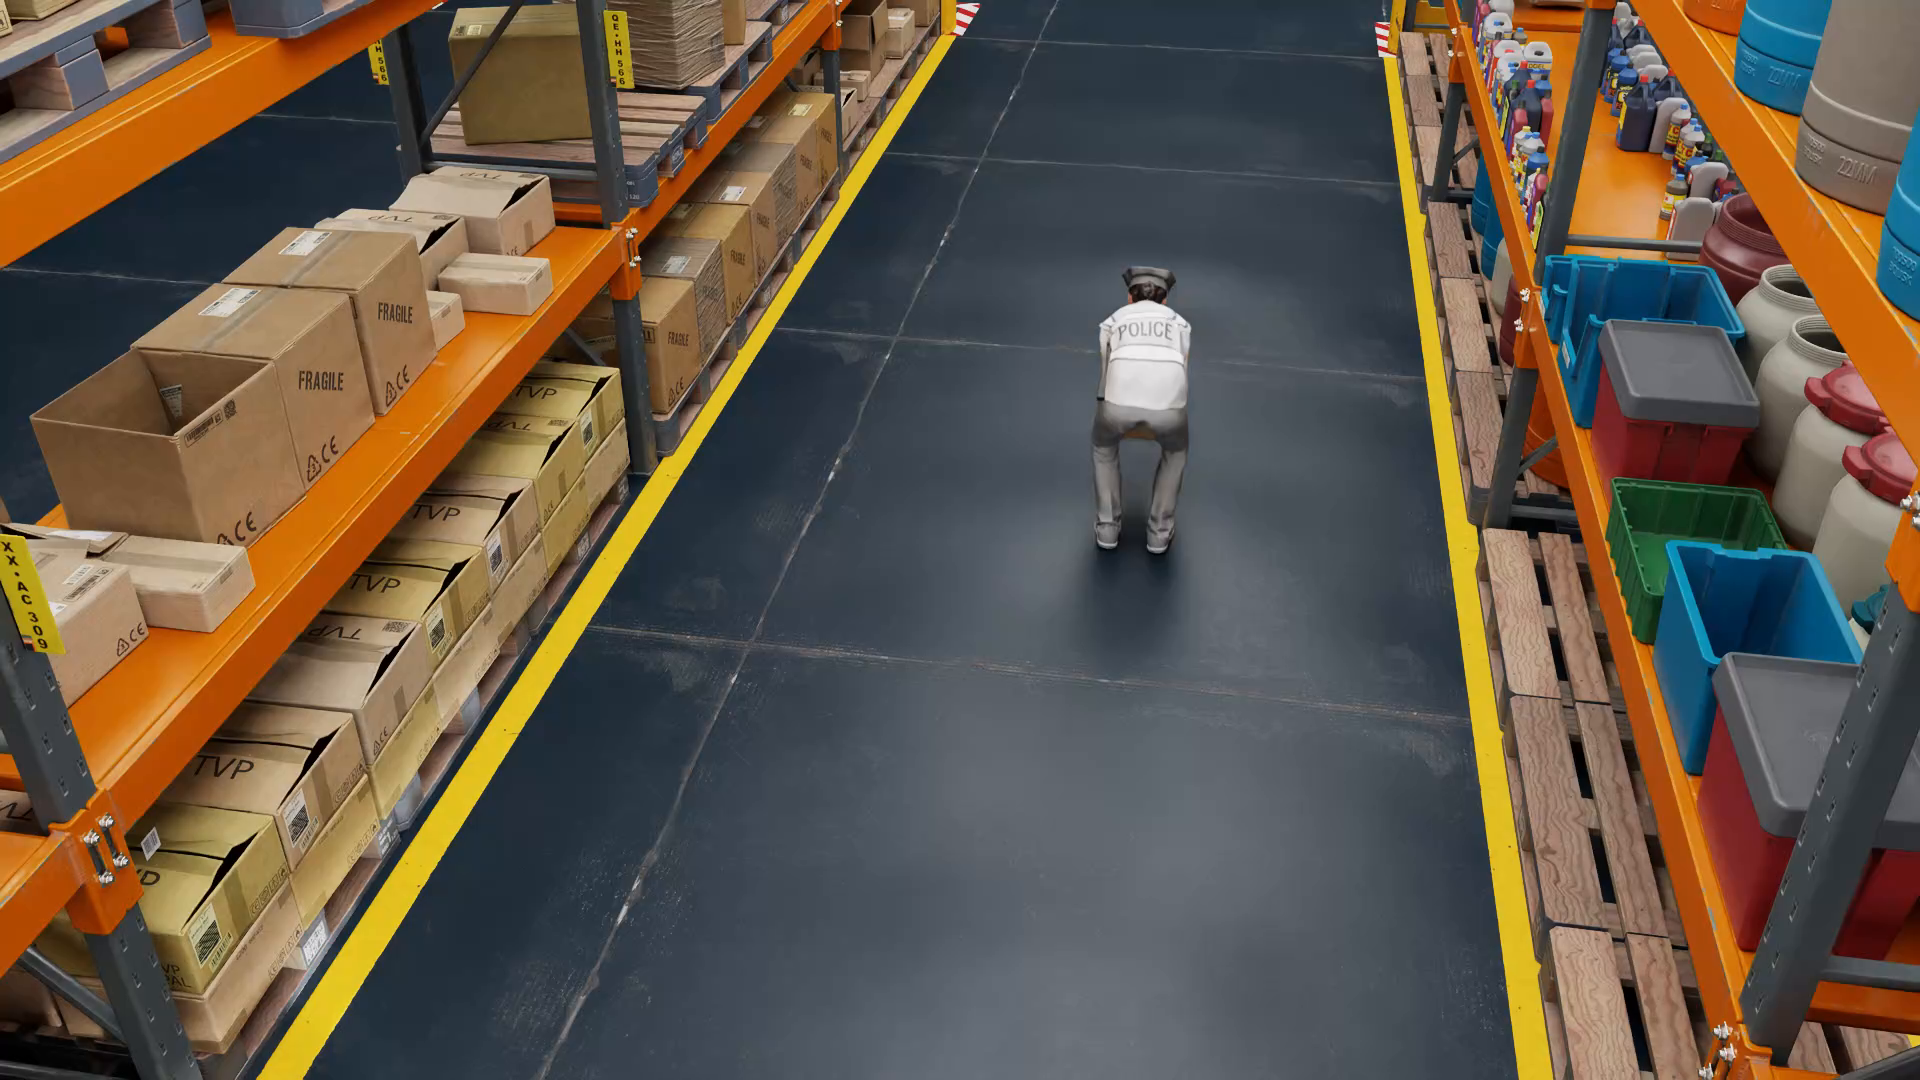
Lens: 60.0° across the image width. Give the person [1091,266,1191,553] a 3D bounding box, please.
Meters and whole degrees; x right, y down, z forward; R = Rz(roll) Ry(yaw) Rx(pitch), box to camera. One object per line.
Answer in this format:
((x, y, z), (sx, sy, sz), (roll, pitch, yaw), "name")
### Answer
((0.827, -0.594, 7.549), (0.440, 1.148, 0.915), (4, 33, 6), "person")
